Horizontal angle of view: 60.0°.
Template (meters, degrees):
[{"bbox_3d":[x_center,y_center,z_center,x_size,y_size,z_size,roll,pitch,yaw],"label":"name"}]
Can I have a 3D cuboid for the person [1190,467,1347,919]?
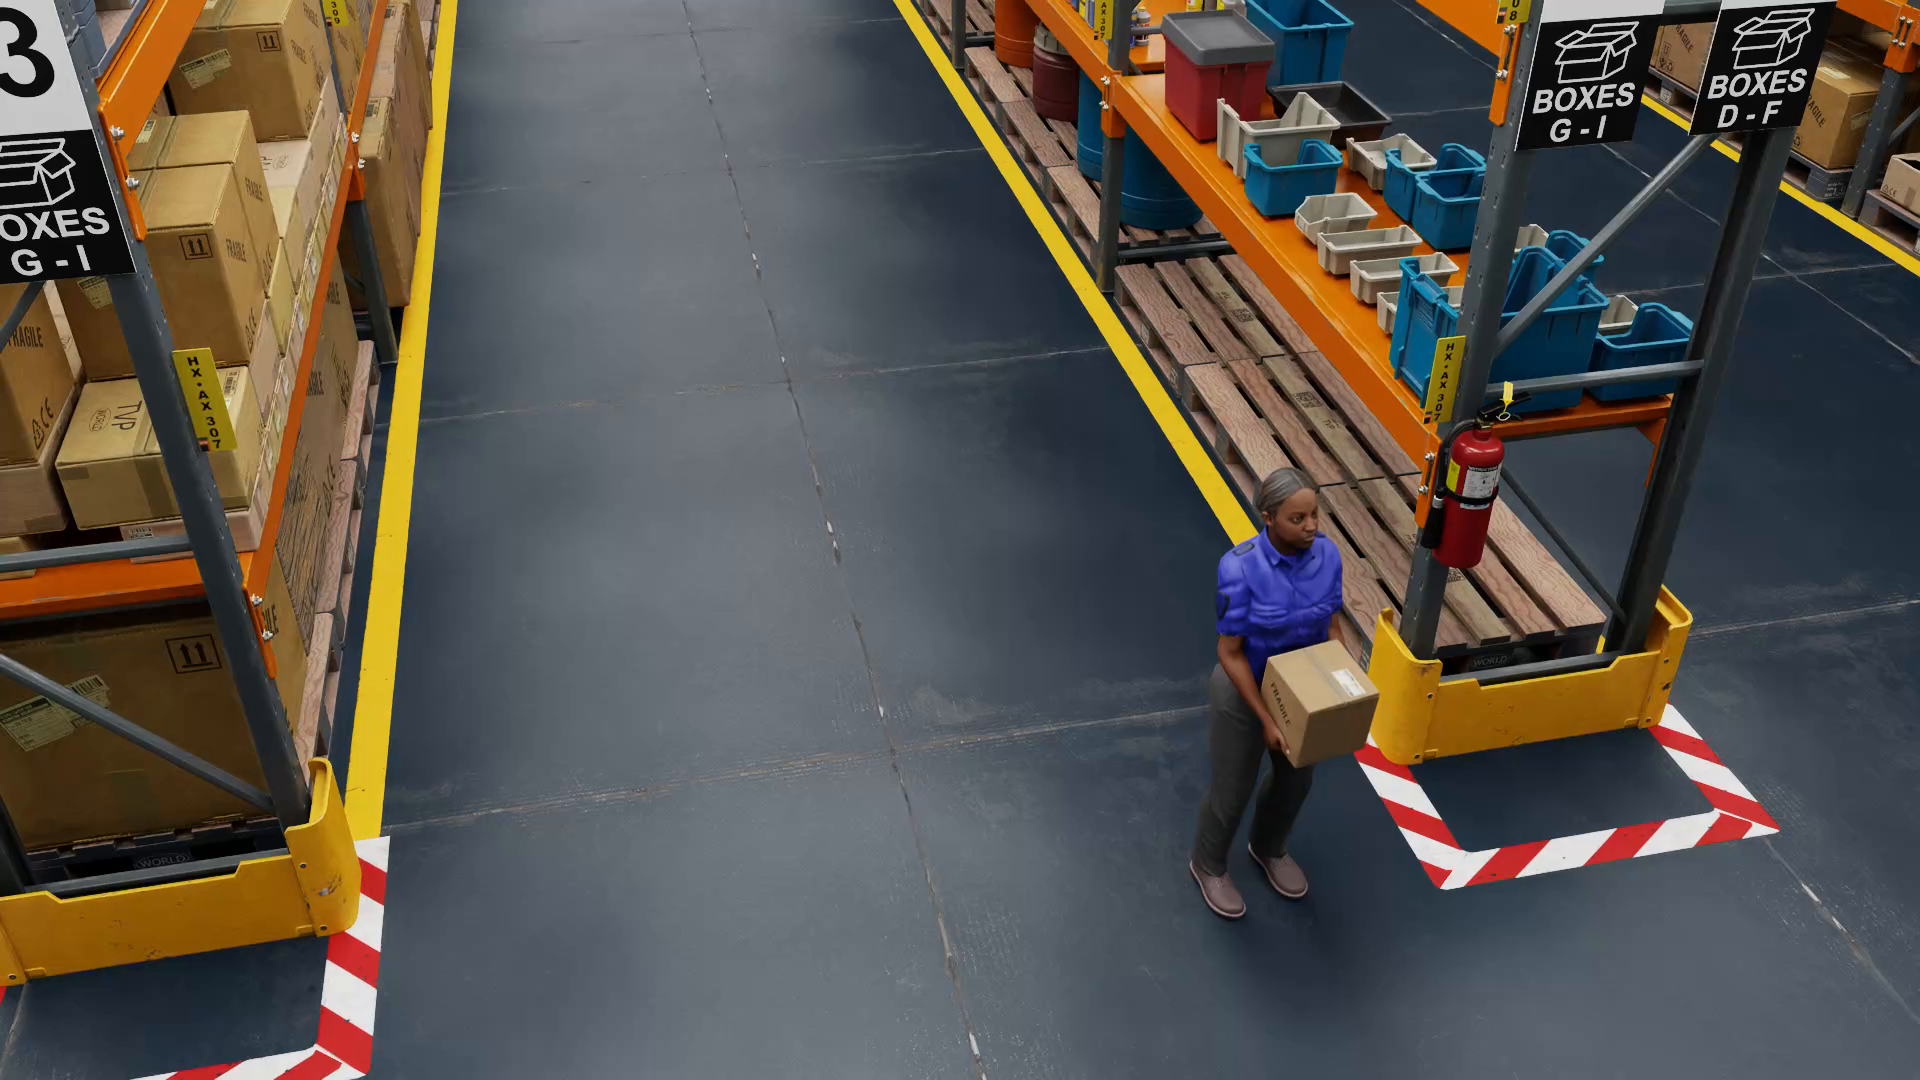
[{"bbox_3d":[1.032,0.552,5.356,0.450,1.646,0.523,-13,37,-18],"label":"person"}]
